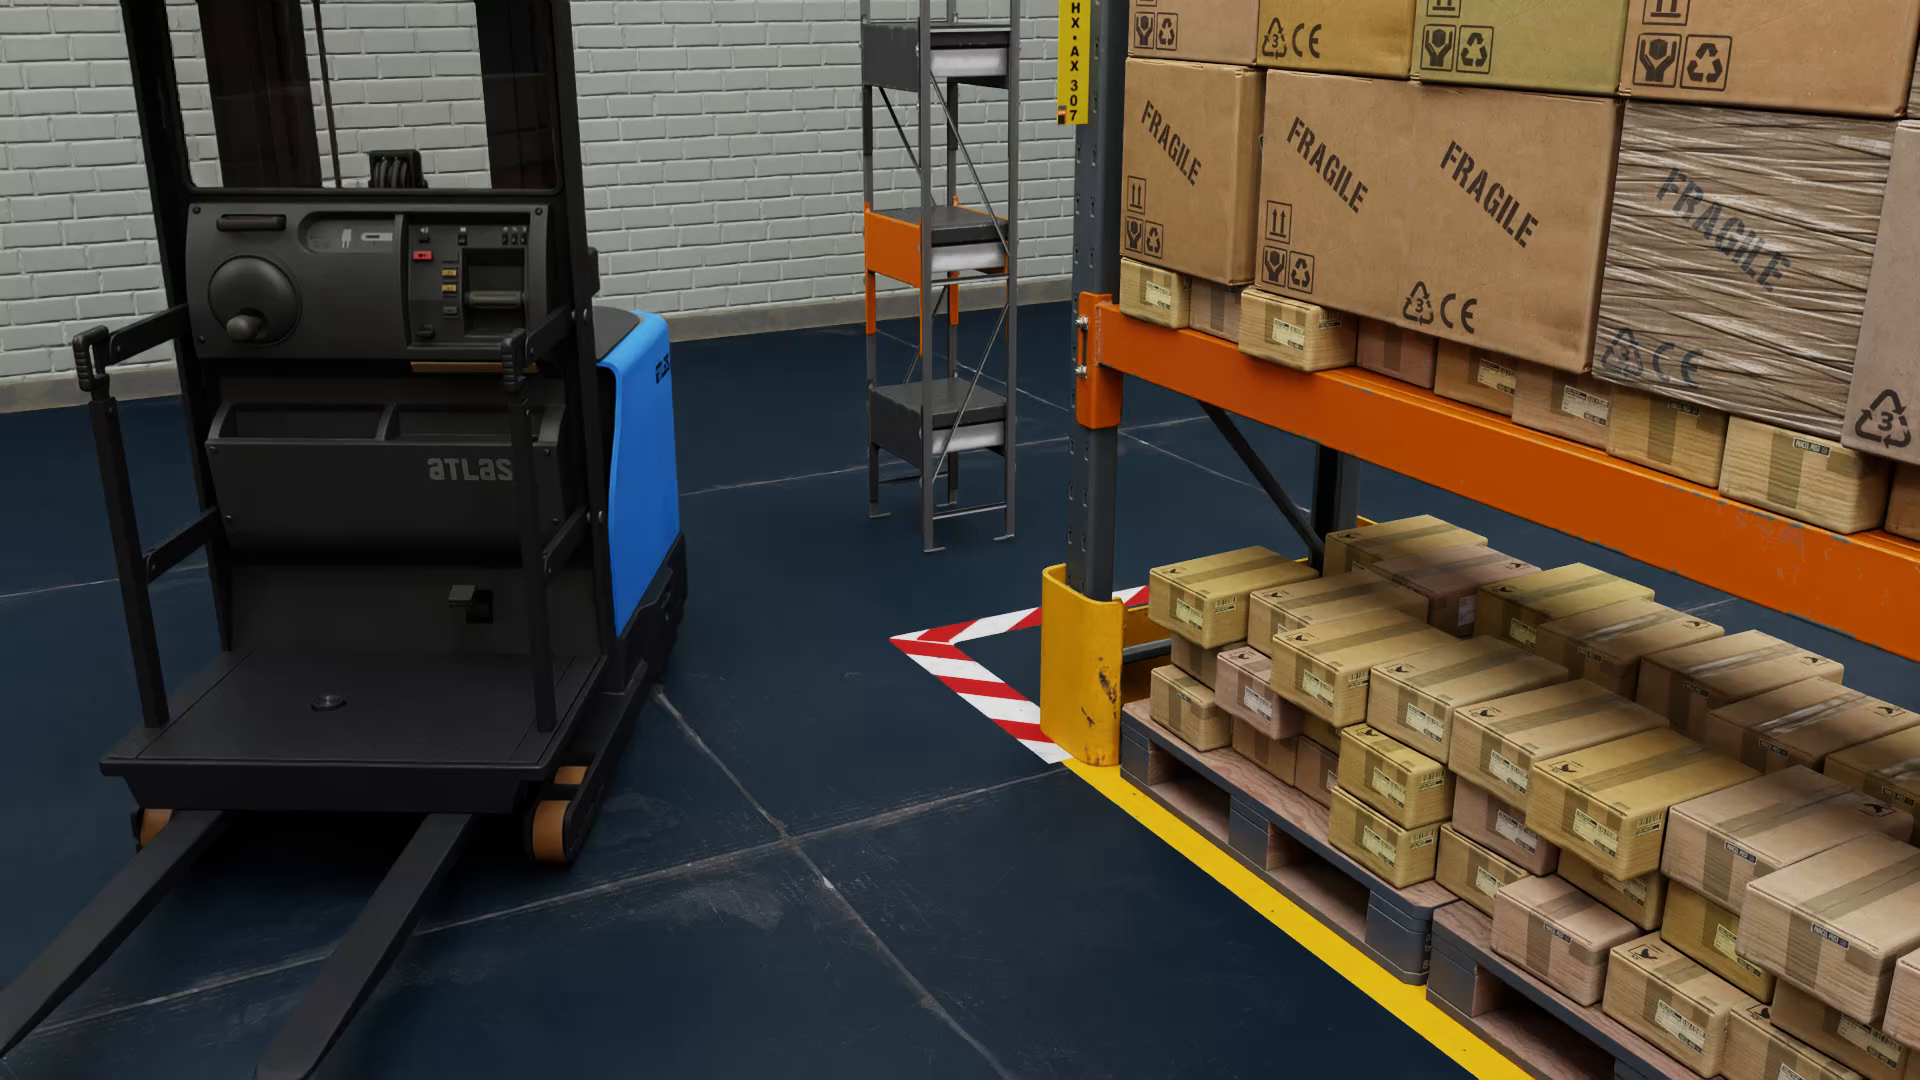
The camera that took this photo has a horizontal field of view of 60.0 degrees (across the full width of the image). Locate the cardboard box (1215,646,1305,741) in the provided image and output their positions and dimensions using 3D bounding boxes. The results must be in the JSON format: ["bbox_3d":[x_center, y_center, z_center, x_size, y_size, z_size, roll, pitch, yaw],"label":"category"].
[{"bbox_3d":[0.879,0.363,4.251,0.380,0.149,0.250,-10,21,-27],"label":"cardboard box"}]

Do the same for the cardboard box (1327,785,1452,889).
[{"bbox_3d":[1.088,0.649,3.878,0.380,0.149,0.250,-10,21,-26],"label":"cardboard box"}]

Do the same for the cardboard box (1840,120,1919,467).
[{"bbox_3d":[1.717,-0.350,2.437,0.500,0.500,0.500,-10,21,-27],"label":"cardboard box"}]

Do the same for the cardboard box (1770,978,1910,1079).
[{"bbox_3d":[1.683,0.805,2.969,0.380,0.149,0.250,-11,22,-29],"label":"cardboard box"}]

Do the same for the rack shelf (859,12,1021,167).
[{"bbox_3d":[-0.079,-1.689,6.203,0.431,0.518,0.480,-10,21,-27],"label":"rack shelf"}]

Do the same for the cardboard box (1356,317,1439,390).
[{"bbox_3d":[1.123,-0.455,3.736,0.380,0.149,0.250,-9,21,-24],"label":"cardboard box"}]

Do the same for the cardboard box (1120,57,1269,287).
[{"bbox_3d":[0.746,-0.939,4.145,0.500,0.500,0.500,-9,21,-24],"label":"cardboard box"}]

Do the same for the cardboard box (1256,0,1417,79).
[{"bbox_3d":[1.001,-1.270,3.570,0.500,0.500,0.500,-9,21,-25],"label":"cardboard box"}]

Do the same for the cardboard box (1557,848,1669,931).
[{"bbox_3d":[1.475,0.643,3.440,0.380,0.149,0.250,-9,21,-24],"label":"cardboard box"}]

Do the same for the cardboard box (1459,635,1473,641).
[{"bbox_3d":[1.355,0.276,4.503,0.380,0.149,0.250,-11,22,-28],"label":"cardboard box"}]

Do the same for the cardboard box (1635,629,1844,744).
[{"bbox_3d":[1.798,0.346,3.845,0.380,0.149,0.250,-9,21,-25],"label":"cardboard box"}]

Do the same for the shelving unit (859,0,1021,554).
[{"bbox_3d":[-0.079,-1.040,6.427,0.431,2.100,0.503,-10,21,-27],"label":"shelving unit"}]

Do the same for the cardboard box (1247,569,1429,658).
[{"bbox_3d":[0.963,0.209,4.243,0.380,0.149,0.250,-10,21,-26],"label":"cardboard box"}]

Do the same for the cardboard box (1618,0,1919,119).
[{"bbox_3d":[1.473,-0.971,2.705,0.500,0.500,0.500,-11,22,-28],"label":"cardboard box"}]

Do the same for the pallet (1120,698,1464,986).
[{"bbox_3d":[1.167,0.656,4.407,1.003,0.211,1.213,-10,21,-27],"label":"pallet"}]

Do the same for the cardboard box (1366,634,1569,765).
[{"bbox_3d":[1.160,0.359,3.807,0.380,0.149,0.250,-11,22,-29],"label":"cardboard box"}]

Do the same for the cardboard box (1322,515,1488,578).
[{"bbox_3d":[1.250,0.058,4.680,0.380,0.149,0.250,-10,21,-26],"label":"cardboard box"}]

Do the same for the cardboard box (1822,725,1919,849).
[{"bbox_3d":[1.975,0.510,3.370,0.380,0.149,0.250,-10,21,-26],"label":"cardboard box"}]

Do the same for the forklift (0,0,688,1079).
[{"bbox_3d":[-1.520,-0.665,4.064,1.130,2.935,3.031,1,19,1],"label":"forklift"}]

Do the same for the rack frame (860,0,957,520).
[{"bbox_3d":[-0.194,-1.110,6.630,0.400,2.100,0.015,-10,21,-27],"label":"rack frame"}]

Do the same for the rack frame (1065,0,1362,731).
[{"bbox_3d":[0.776,-0.923,4.707,1.000,3.000,0.127,-10,21,-27],"label":"rack frame"}]

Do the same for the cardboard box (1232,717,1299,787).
[{"bbox_3d":[0.939,0.489,4.343,0.380,0.149,0.250,-10,21,-27],"label":"cardboard box"}]

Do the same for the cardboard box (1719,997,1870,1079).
[{"bbox_3d":[1.633,0.932,3.058,0.380,0.149,0.250,-10,21,-26],"label":"cardboard box"}]

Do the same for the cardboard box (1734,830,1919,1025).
[{"bbox_3d":[1.593,0.668,2.910,0.380,0.149,0.250,-11,22,-29],"label":"cardboard box"}]

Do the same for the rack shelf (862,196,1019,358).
[{"bbox_3d":[-0.079,-1.027,6.431,0.431,0.518,0.480,-10,21,-27],"label":"rack shelf"}]

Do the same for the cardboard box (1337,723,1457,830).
[{"bbox_3d":[1.100,0.510,3.825,0.380,0.149,0.250,-9,21,-25],"label":"cardboard box"}]

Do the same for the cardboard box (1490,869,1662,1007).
[{"bbox_3d":[1.335,0.793,3.462,0.380,0.149,0.250,-11,22,-29],"label":"cardboard box"}]

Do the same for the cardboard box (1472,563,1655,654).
[{"bbox_3d":[1.554,0.193,4.287,0.380,0.149,0.250,-11,22,-28],"label":"cardboard box"}]

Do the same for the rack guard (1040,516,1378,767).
[{"bbox_3d":[0.812,0.281,5.052,1.175,0.500,0.348,-10,21,-27],"label":"rack guard"}]

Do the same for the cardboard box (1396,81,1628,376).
[{"bbox_3d":[1.244,-0.647,3.298,0.500,0.500,0.500,-10,21,-26],"label":"cardboard box"}]

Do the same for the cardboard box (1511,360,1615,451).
[{"bbox_3d":[1.323,-0.298,3.282,0.380,0.149,0.250,-10,22,-28],"label":"cardboard box"}]

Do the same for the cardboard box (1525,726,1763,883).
[{"bbox_3d":[1.368,0.523,3.332,0.380,0.149,0.250,-10,21,-26],"label":"cardboard box"}]

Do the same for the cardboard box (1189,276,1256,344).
[{"bbox_3d":[0.799,-0.594,4.138,0.380,0.149,0.250,-9,21,-25],"label":"cardboard box"}]

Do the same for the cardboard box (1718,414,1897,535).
[{"bbox_3d":[1.528,-0.139,2.822,0.380,0.149,0.250,-10,21,-26],"label":"cardboard box"}]
